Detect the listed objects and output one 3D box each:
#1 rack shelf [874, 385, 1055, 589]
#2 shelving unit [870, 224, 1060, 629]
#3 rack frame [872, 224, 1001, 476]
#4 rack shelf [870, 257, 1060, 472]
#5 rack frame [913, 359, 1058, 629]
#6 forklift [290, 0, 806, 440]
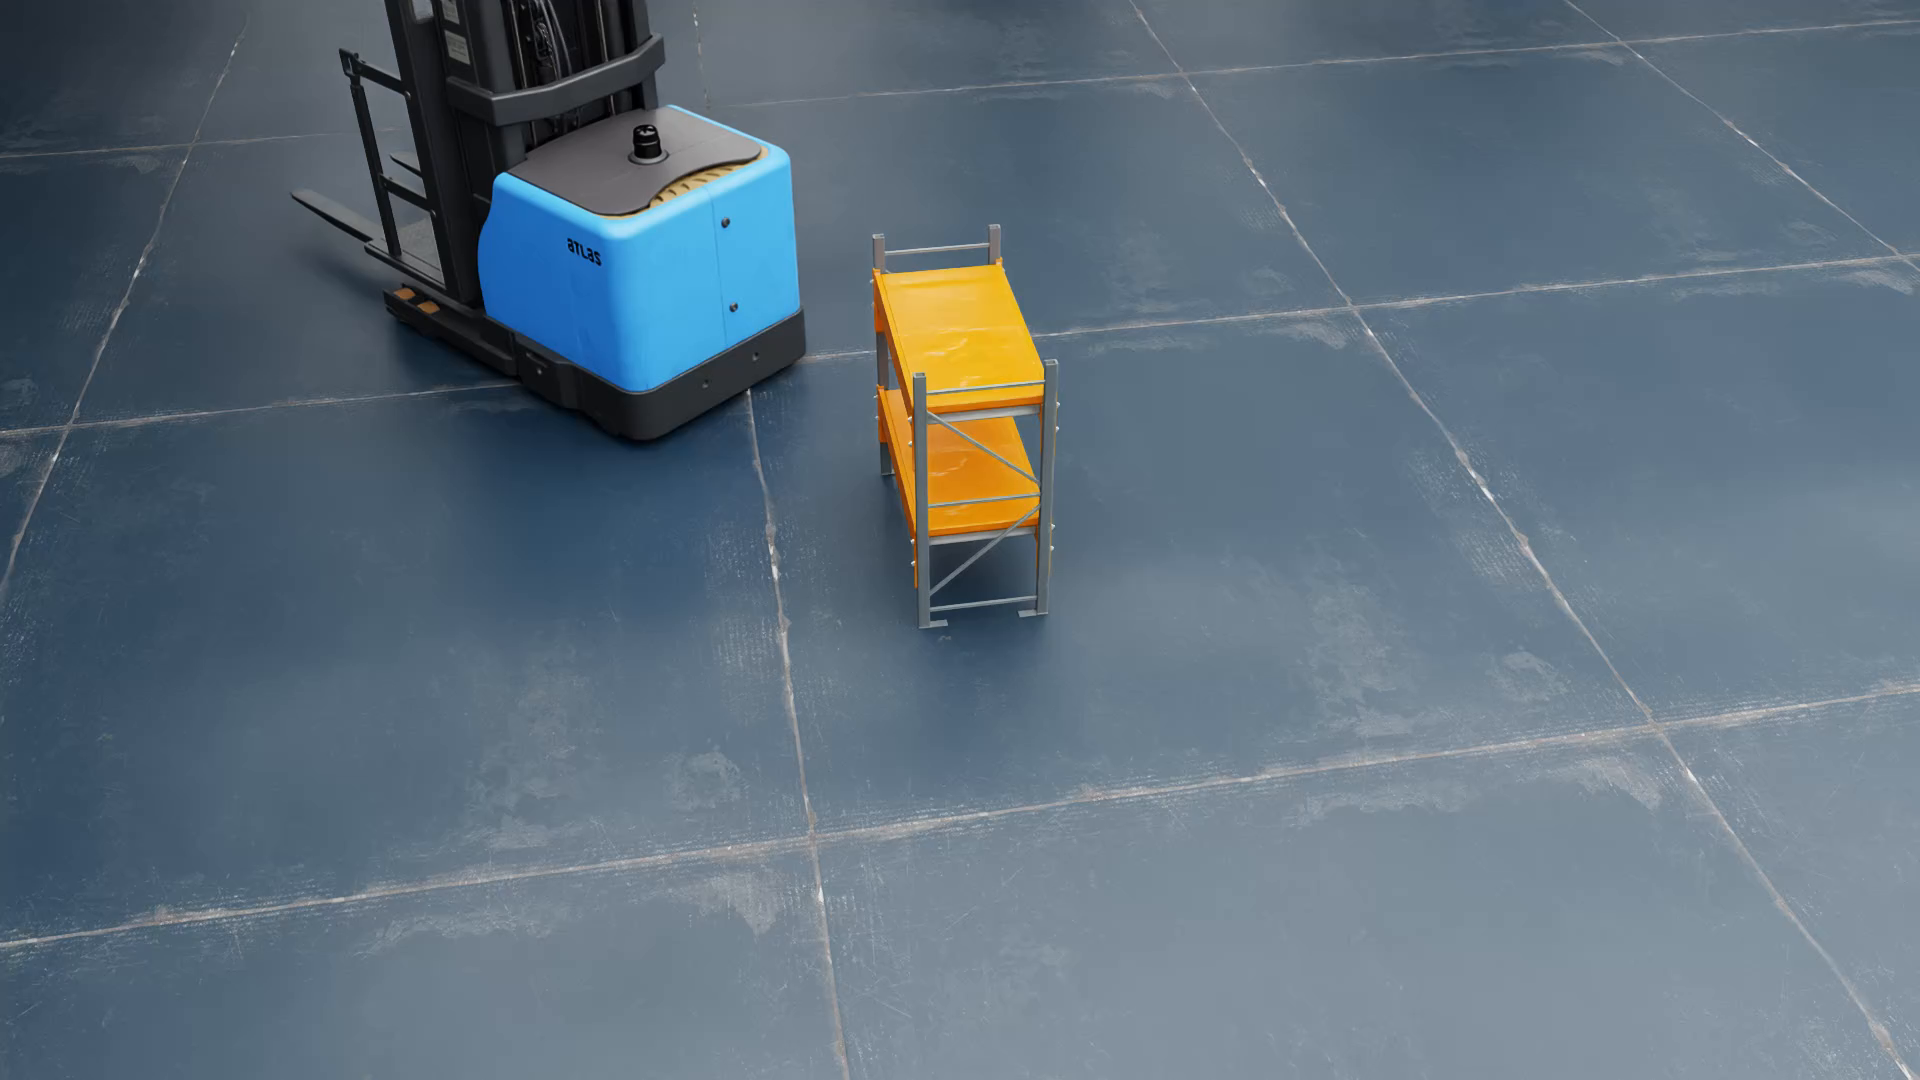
[{"bbox_3d":[-0.001,-0.255,6.560,0.538,0.278,1.000,-6,38,-8],"label":"rack shelf"},{"bbox_3d":[-0.001,-0.448,6.410,0.538,1.125,1.048,-6,38,-8],"label":"shelving unit"},{"bbox_3d":[-0.090,-0.755,6.805,0.500,1.125,0.032,-6,38,-8],"label":"rack frame"},{"bbox_3d":[-0.001,-0.679,6.231,0.538,0.278,1.000,-6,38,-8],"label":"rack shelf"},{"bbox_3d":[0.088,-0.141,6.015,0.500,1.125,0.032,-6,38,-8],"label":"rack frame"},{"bbox_3d":[-2.161,-2.356,7.394,3.031,2.935,1.130,28,46,31],"label":"forklift"}]
